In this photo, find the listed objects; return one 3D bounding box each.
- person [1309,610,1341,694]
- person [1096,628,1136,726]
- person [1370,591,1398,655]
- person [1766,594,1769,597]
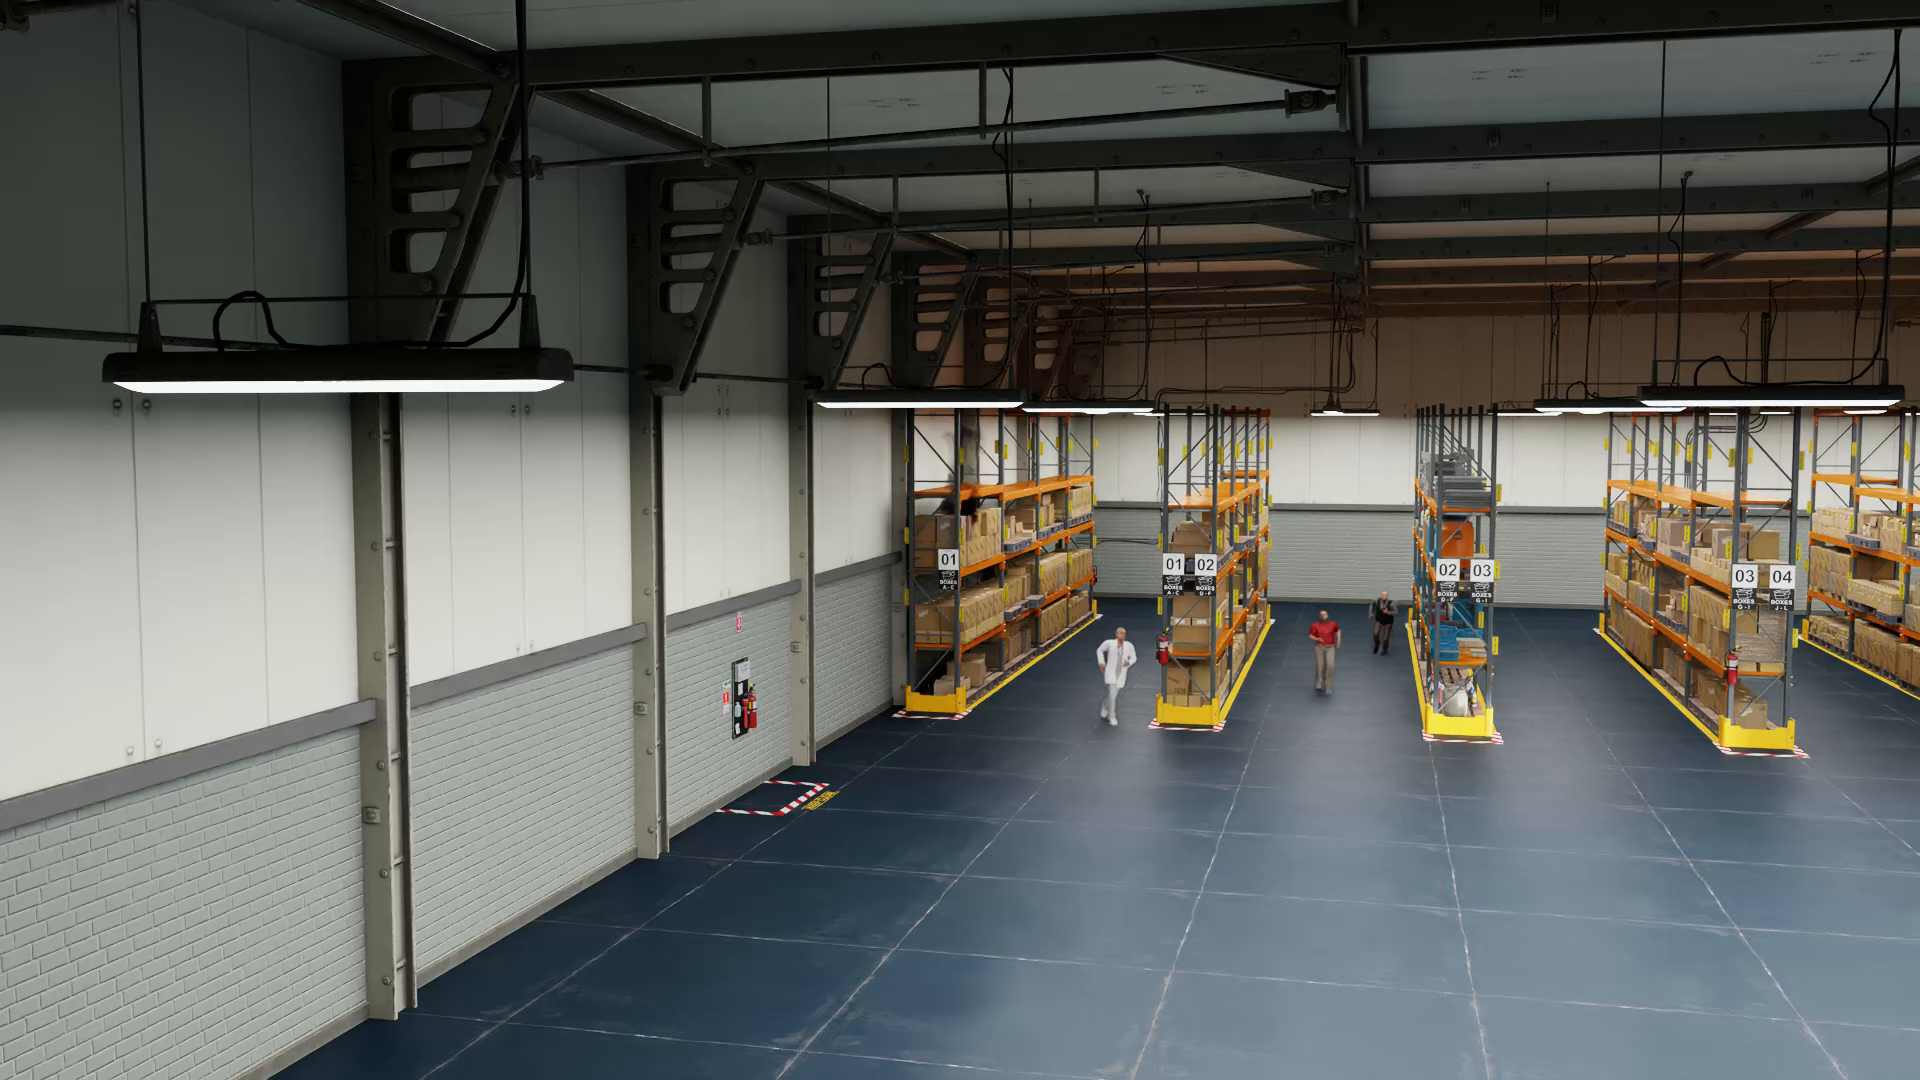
[{"bbox_3d":[7.652,2.389,34.890,0.671,1.705,0.770,1,4,8],"label":"person"},{"bbox_3d":[2.981,2.553,31.499,0.698,1.798,0.912,-1,4,-17],"label":"person"},{"bbox_3d":[10.248,2.017,40.255,0.711,1.619,0.804,2,4,21],"label":"person"},{"bbox_3d":[20.577,1.813,41.747,0.728,1.793,0.839,1,4,12],"label":"person"}]
